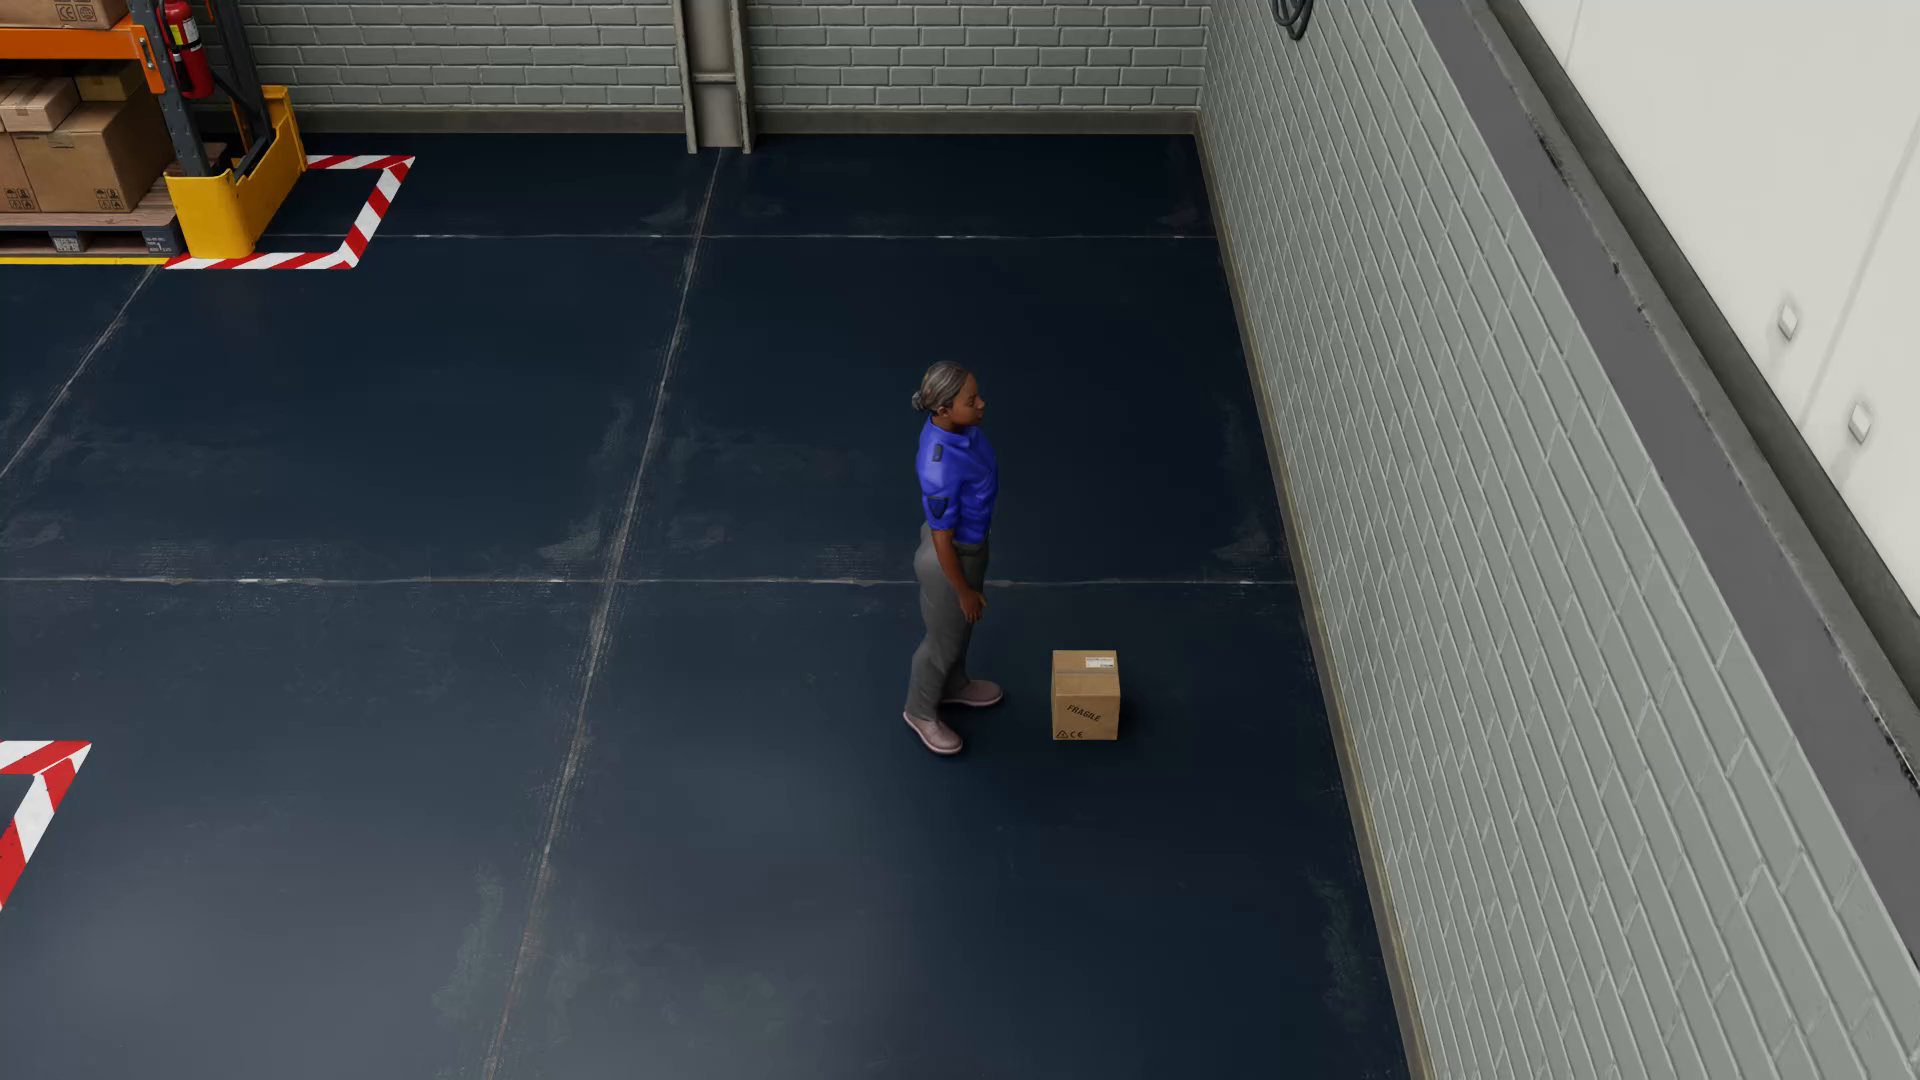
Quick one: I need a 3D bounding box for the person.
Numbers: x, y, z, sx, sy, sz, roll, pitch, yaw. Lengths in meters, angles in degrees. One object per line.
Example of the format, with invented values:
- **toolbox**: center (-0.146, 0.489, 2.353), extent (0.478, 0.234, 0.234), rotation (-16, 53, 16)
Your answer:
- **person**: center (-0.030, 0.057, 6.066), extent (0.374, 1.658, 0.479), rotation (5, 40, 6)
